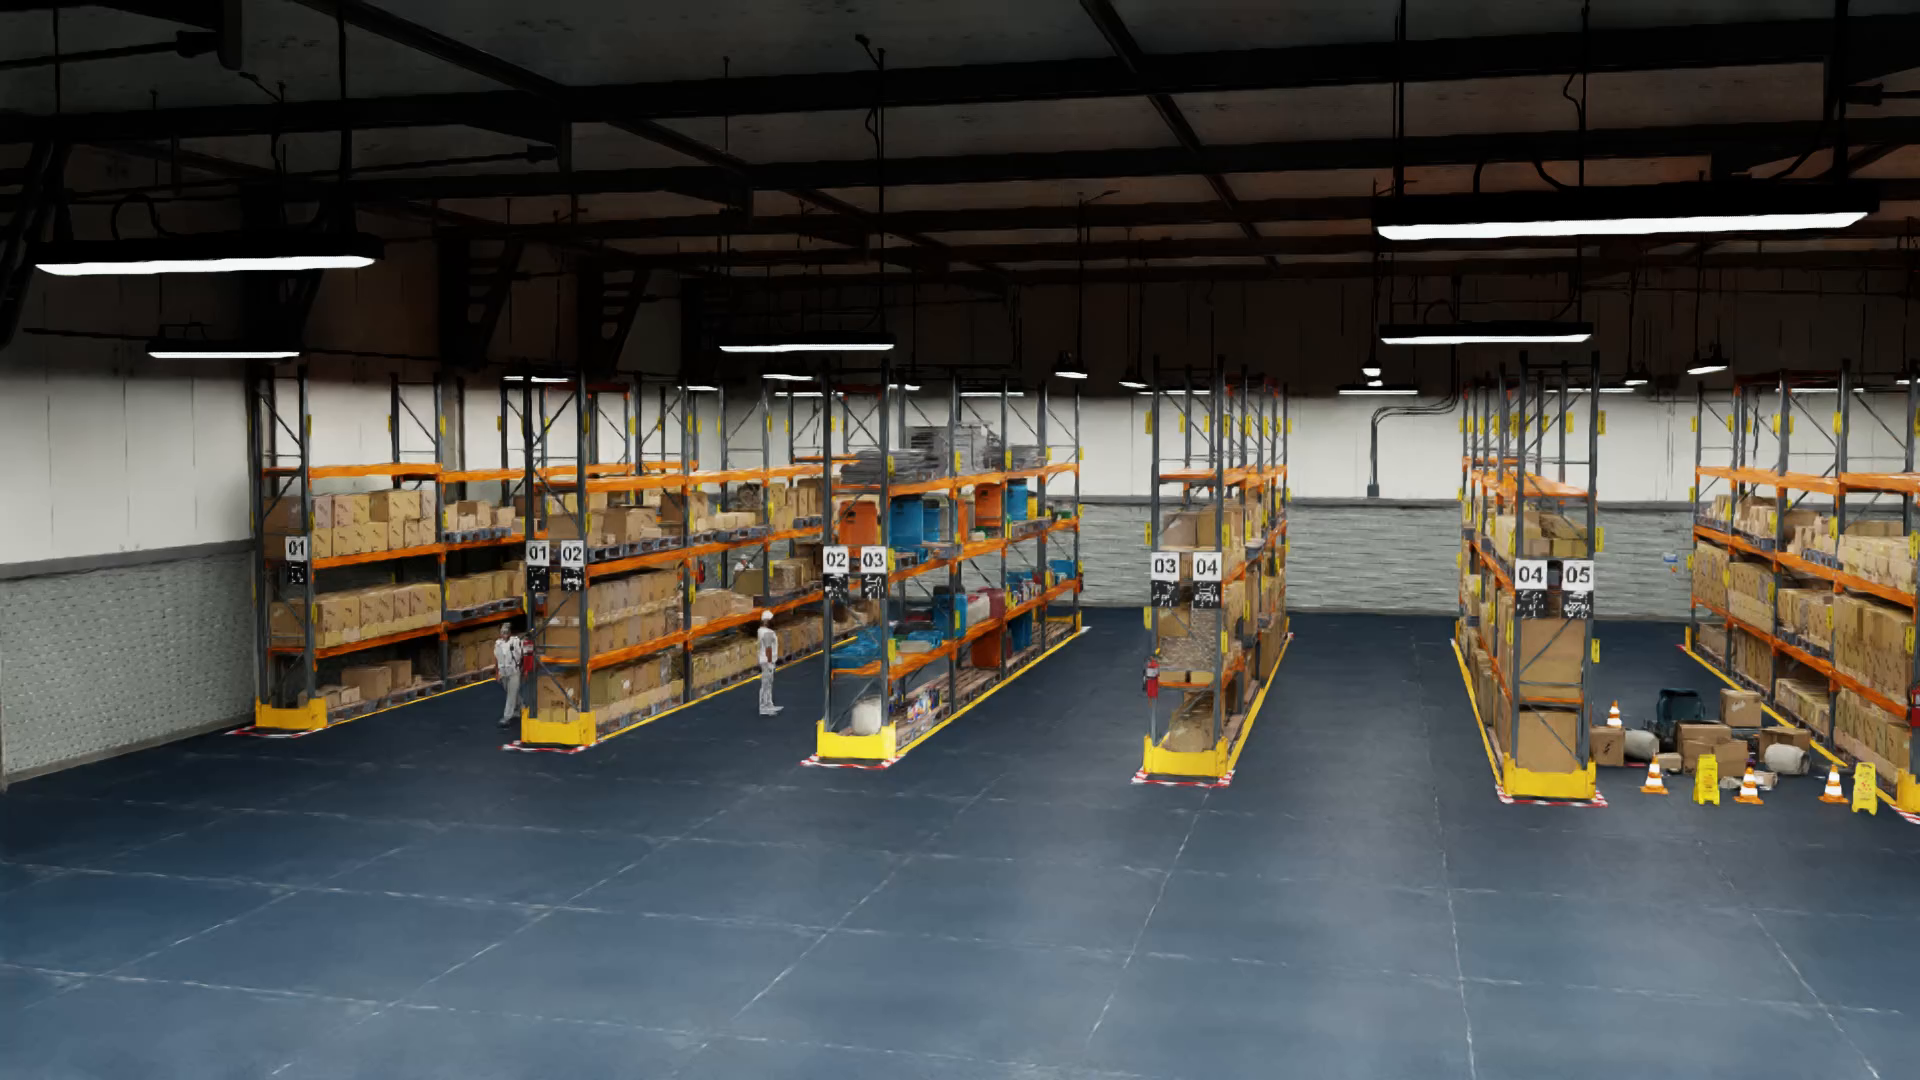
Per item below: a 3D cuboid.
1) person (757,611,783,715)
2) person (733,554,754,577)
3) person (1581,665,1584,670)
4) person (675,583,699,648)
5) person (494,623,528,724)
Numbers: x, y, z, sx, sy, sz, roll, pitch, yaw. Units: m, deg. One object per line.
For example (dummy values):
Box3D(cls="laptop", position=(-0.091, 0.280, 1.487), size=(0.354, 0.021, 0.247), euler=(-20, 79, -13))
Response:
Box3D(cls="person", position=(-3.282, 2.110, 28.778), size=(0.457, 1.783, 0.618), euler=(-1, 4, -14))
Box3D(cls="person", position=(-5.691, 1.159, 44.110), size=(0.656, 1.594, 0.813), euler=(0, 4, -2))
Box3D(cls="person", position=(12.640, 1.866, 34.013), size=(0.399, 1.562, 0.469), euler=(-1, 4, -18))
Box3D(cls="person", position=(-5.751, 1.718, 35.030), size=(0.550, 1.709, 1.128), euler=(1, 4, 12))
Box3D(cls="person", position=(-7.611, 2.214, 28.042), size=(0.542, 1.675, 1.125), euler=(1, 4, 17))
